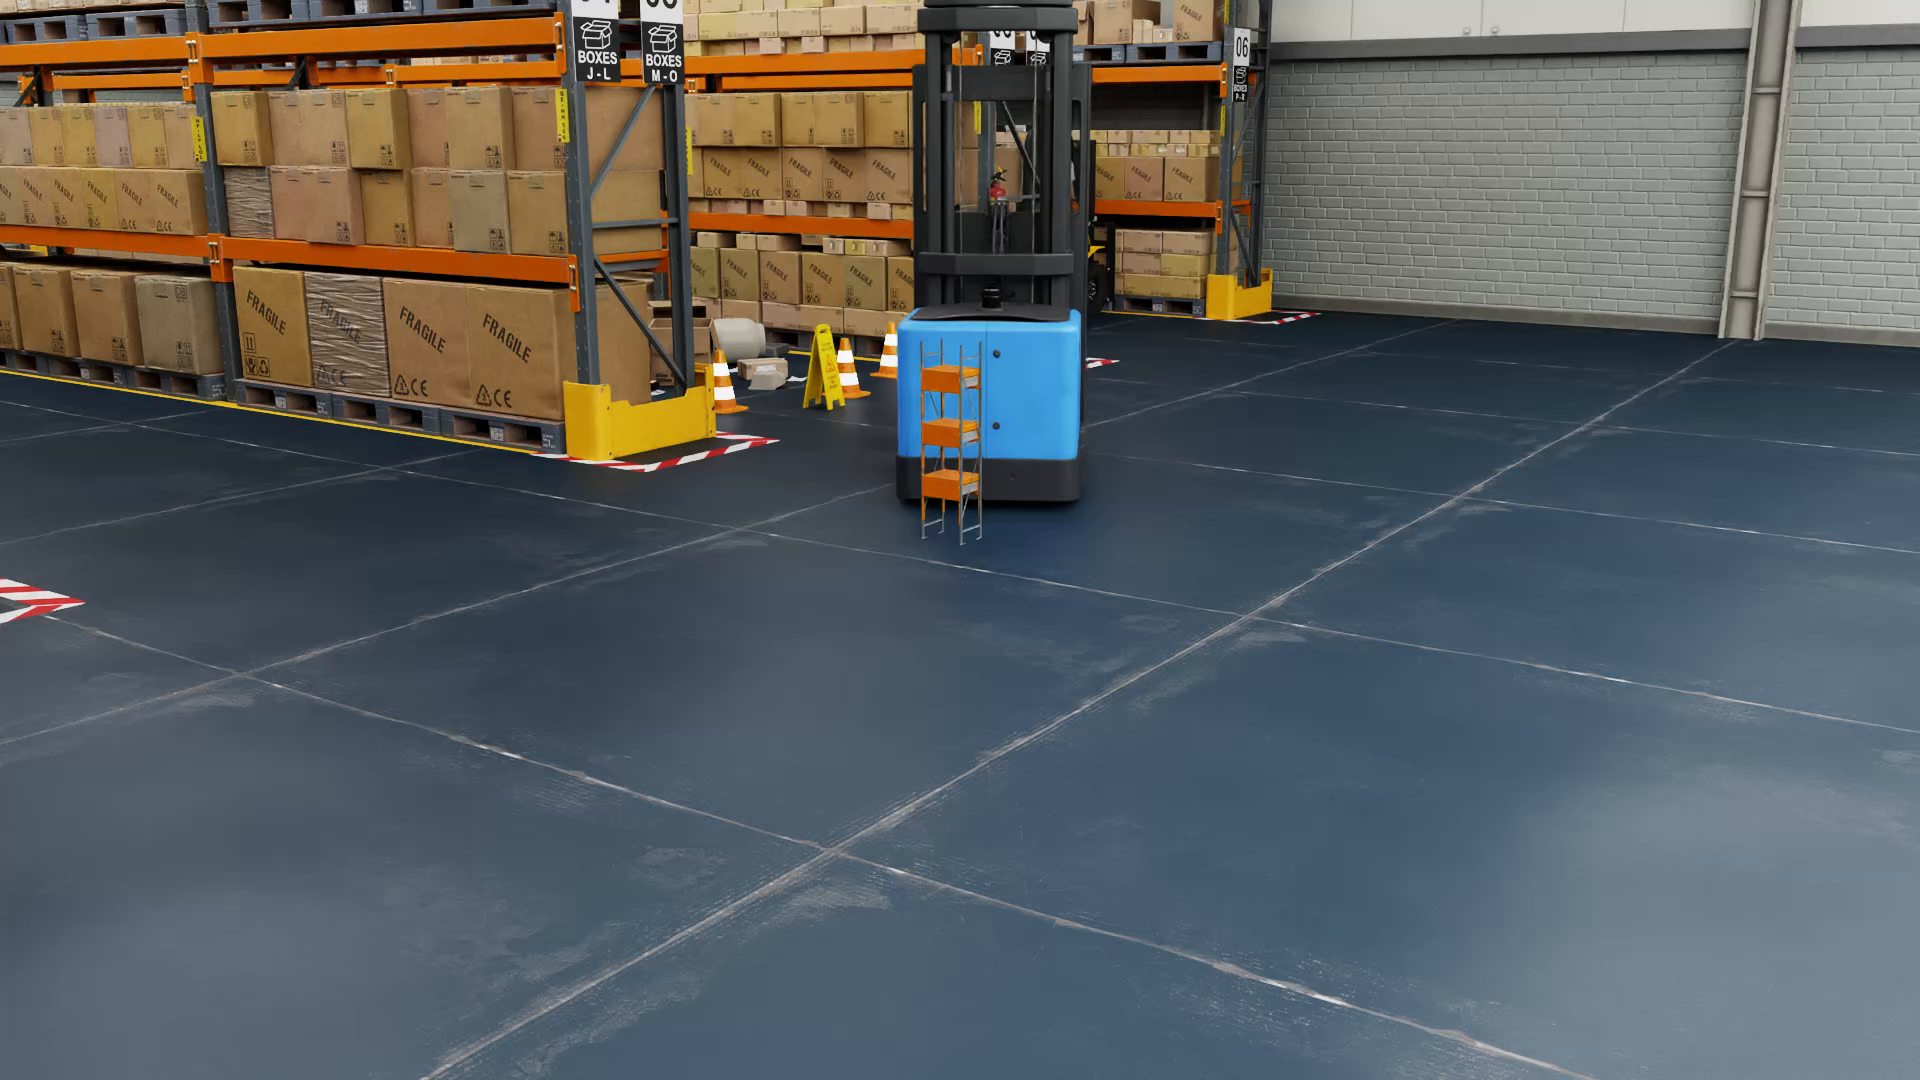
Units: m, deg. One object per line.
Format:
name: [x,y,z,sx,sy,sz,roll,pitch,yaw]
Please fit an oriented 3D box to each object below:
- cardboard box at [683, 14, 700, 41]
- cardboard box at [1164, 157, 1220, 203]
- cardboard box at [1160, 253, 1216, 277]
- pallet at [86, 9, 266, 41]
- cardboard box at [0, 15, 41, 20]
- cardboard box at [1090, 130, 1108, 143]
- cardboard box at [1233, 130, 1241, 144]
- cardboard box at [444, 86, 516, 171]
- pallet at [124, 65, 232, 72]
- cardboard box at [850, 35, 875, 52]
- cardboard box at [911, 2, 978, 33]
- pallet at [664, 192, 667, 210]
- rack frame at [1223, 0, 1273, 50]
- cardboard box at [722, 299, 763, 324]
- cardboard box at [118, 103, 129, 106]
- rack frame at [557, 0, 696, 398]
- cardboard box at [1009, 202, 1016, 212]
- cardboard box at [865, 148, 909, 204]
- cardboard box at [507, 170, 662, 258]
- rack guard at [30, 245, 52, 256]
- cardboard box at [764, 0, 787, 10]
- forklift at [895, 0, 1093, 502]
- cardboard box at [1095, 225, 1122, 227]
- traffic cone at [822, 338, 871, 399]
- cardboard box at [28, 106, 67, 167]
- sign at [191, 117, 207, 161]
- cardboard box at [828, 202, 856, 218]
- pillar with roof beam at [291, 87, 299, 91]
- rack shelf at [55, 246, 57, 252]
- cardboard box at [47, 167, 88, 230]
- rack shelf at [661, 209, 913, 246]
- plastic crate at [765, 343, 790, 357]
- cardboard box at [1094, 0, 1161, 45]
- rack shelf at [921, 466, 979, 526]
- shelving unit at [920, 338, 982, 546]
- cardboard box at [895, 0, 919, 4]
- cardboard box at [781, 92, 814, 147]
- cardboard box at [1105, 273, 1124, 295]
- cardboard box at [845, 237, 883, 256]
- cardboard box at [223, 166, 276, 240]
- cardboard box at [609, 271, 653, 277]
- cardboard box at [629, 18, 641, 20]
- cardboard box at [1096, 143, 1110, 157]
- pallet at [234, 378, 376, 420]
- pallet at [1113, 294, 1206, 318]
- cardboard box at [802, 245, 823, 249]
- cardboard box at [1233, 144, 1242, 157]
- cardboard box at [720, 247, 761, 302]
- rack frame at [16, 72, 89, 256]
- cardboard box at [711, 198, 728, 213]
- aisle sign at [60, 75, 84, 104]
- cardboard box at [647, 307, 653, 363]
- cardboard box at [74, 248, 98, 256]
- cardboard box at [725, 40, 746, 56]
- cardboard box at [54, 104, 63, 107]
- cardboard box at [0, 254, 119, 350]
cardboard box: [-2.624,-5.062,16.480,0.500,0.250,0.500,9,16,32]
cardboard box: [2.695,-4.164,19.193,0.500,0.500,0.500,9,16,32]
cardboard box: [2.671,-3.216,19.382,0.500,0.250,0.500,9,16,32]
pallet: [-6.303,-4.124,13.395,1.217,0.209,0.805,8,16,31]
cardboard box: [-8.356,-4.708,14.461,0.500,0.311,0.500,9,17,33]
cardboard box: [1.720,-4.767,19.659,0.250,0.149,0.380,10,17,34]
cardboard box: [3.090,-4.697,19.378,0.250,0.149,0.380,9,16,32]
cardboard box: [-2.990,-2.821,11.416,0.550,0.550,0.875,9,17,33]
pallet: [-10.148,-6.246,21.753,1.213,0.211,1.003,9,17,33]
cardboard box: [-0.802,-4.578,15.355,0.250,0.149,0.380,9,17,32]
cardboard box: [-0.092,-4.654,14.832,0.500,0.250,0.500,9,16,32]
pallet: [-3.389,-3.686,17.871,1.213,0.211,1.003,9,17,33]
rack frame: [3.250,-7.014,18.429,0.127,3.000,1.000,9,17,33]
cardboard box: [-2.048,-2.315,16.780,0.500,0.250,0.500,10,17,36]
cardboard box: [-10.933,-5.731,22.095,0.250,0.149,0.380,9,16,32]
rack frame: [-2.196,-2.111,11.108,0.127,3.000,1.000,9,17,33]
cardboard box: [0.316,-3.076,15.531,0.250,0.149,0.380,9,17,33]
cardboard box: [-0.534,-3.390,15.449,0.500,0.500,0.500,9,17,33]
cardboard box: [-2.529,-2.224,11.255,0.550,0.550,0.875,9,17,33]
rack guard: [-12.814,-4.047,24.131,0.348,0.500,1.175,9,17,33]
cardboard box: [-1.646,-5.098,15.796,0.250,0.149,0.380,9,16,32]
forklift: [0.275,-1.941,10.563,1.130,2.935,3.031,1,14,5]
cardboard box: [1.710,-3.764,20.553,0.500,0.250,0.500,9,16,32]
traffic cone: [-0.931,-1.414,13.571,0.334,0.463,0.336,9,17,33]
cardboard box: [-7.620,-3.520,14.510,0.500,0.500,0.700,9,16,32]
sign: [-5.810,-3.061,12.703,0.005,0.325,0.100,9,17,33]
cardboard box: [-1.047,-3.155,15.847,0.250,0.149,0.380,9,17,32]
pillar with roof beam: [-14.163,-8.842,25.816,0.400,9.000,9.100,9,17,33]
rack shelf: [-10.494,-3.103,16.612,4.000,0.370,1.077,9,17,33]
cardboard box: [-7.359,-2.916,14.151,0.500,0.500,0.500,9,17,32]
rack shelf: [-1.177,-3.030,16.320,4.000,0.370,1.077,9,17,33]
plastic crate: [-1.991,-1.857,16.157,0.583,0.080,0.402,3,14,14]
cardboard box: [1.952,-6.027,19.394,0.500,0.500,0.700,9,17,33]
rack shelf: [-0.044,-0.237,8.795,0.240,0.259,0.215,9,17,33]
shelving unit: [-0.044,-0.517,8.726,0.252,1.050,0.215,9,17,33]
cardboard box: [-0.377,-4.892,14.963,0.250,0.149,0.380,9,16,32]
cardboard box: [-1.296,-4.027,15.939,0.500,0.500,0.700,9,17,32]
cardboard box: [1.866,-3.108,19.985,0.500,0.250,0.500,9,17,33]
cardboard box: [-0.877,-2.785,15.769,0.250,0.149,0.380,10,17,34]
cardboard box: [-5.202,-2.673,13.067,0.550,0.550,0.875,9,17,33]
cardboard box: [-3.872,-2.742,18.251,0.625,0.372,0.950,10,17,36]
cardboard box: [-3.402,-5.284,17.124,0.500,0.250,0.500,9,16,32]
cardboard box: [1.728,-4.623,19.698,0.250,0.149,0.380,9,17,33]
pallet: [-4.928,-1.176,13.135,1.213,0.211,1.003,9,17,33]
pallet: [2.592,-2.842,19.866,1.213,0.211,1.003,9,17,33]
cardboard box: [-1.349,-2.719,16.853,0.500,0.500,0.500,10,17,36]
cardboard box: [3.113,-4.562,19.453,0.250,0.149,0.380,9,16,31]
cardboard box: [-2.047,-2.679,16.689,0.500,0.500,0.500,10,17,35]
rack frame: [-12.794,-5.257,23.818,0.127,3.000,1.000,9,17,33]
cardboard box: [-2.278,-3.367,16.704,0.250,0.149,0.380,9,17,33]
aisle sign: [-12.680,-6.591,23.794,0.004,0.787,0.394,9,17,33]
cardboard box: [-3.168,-1.820,14.846,0.503,0.637,0.797,9,17,33]
cardboard box: [-12.190,-4.149,23.798,0.875,0.438,0.875,9,16,31]
cardboard box: [-2.076,-4.792,16.221,0.250,0.149,0.380,10,17,34]
cardboard box: [-12.245,-5.924,22.875,0.250,0.149,0.380,10,17,35]
cardboard box: [-8.379,-2.196,15.260,0.750,0.750,1.050,9,16,32]
